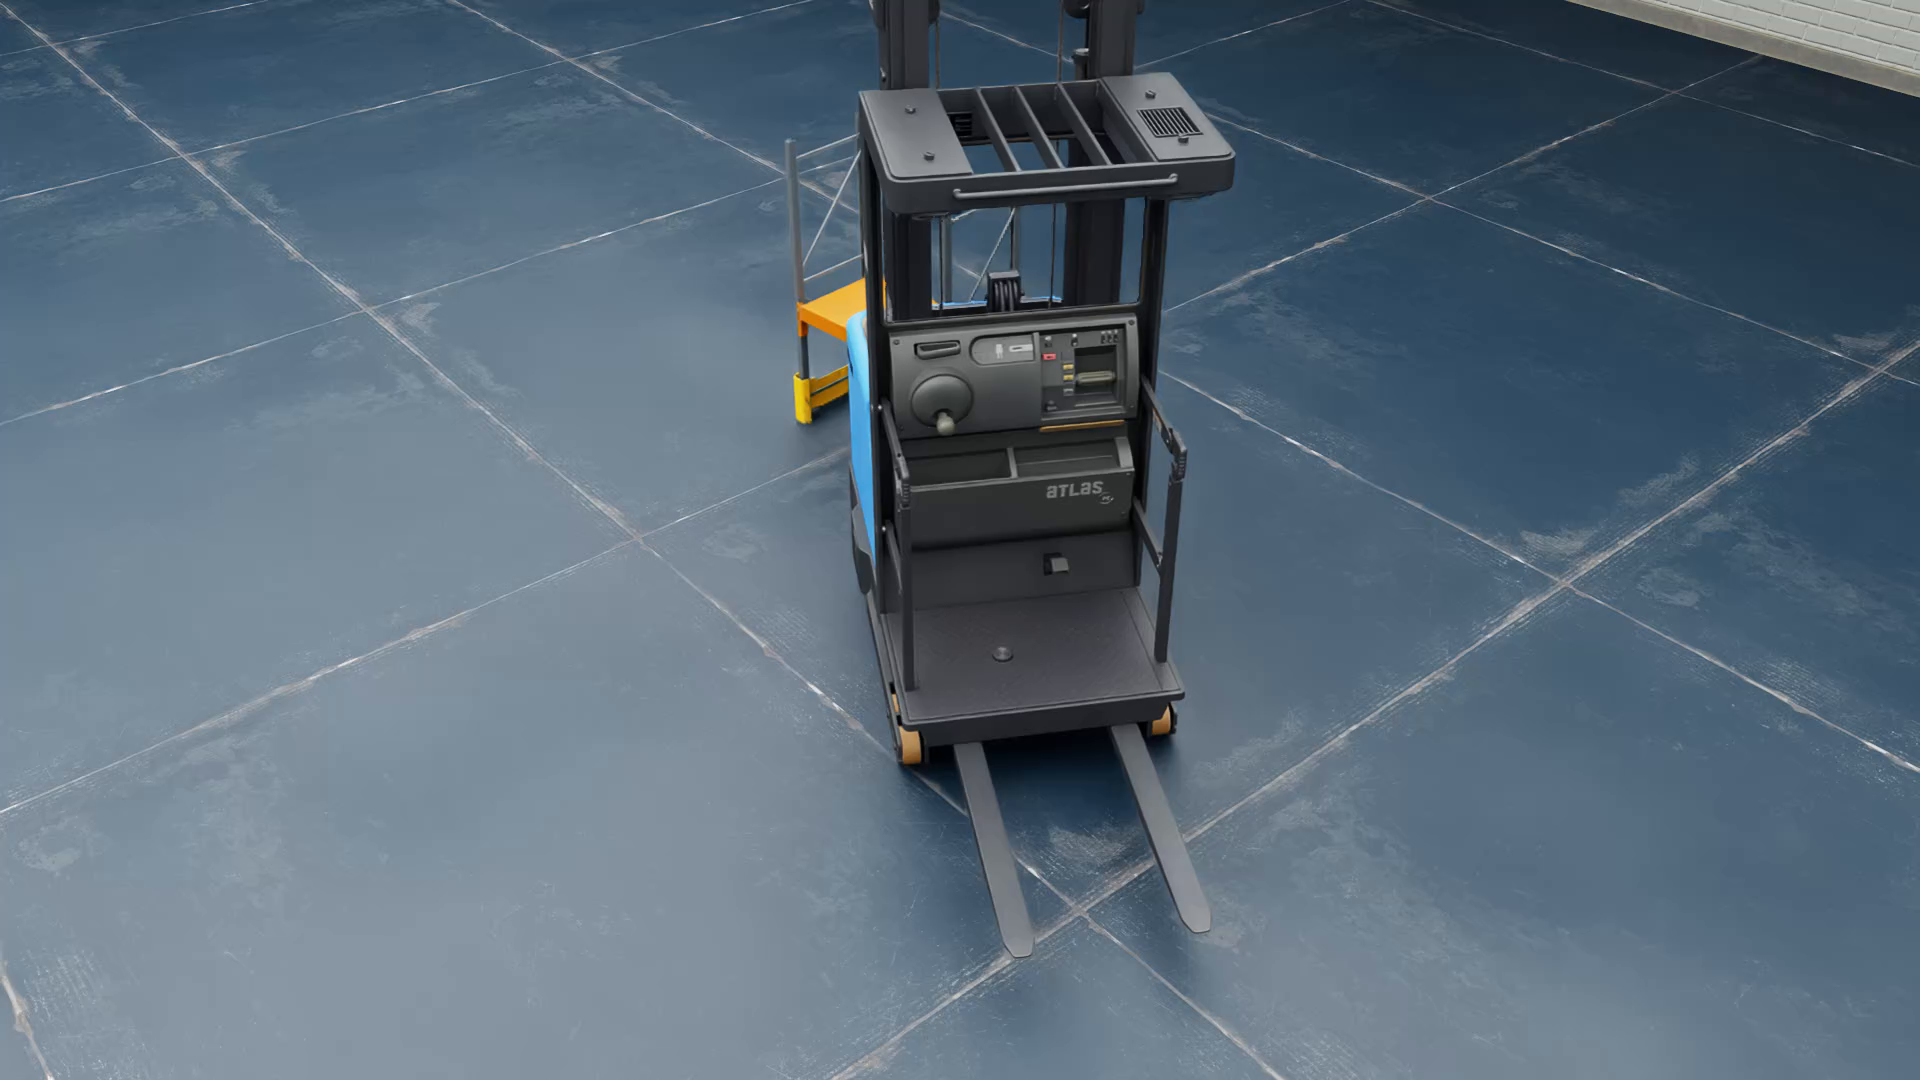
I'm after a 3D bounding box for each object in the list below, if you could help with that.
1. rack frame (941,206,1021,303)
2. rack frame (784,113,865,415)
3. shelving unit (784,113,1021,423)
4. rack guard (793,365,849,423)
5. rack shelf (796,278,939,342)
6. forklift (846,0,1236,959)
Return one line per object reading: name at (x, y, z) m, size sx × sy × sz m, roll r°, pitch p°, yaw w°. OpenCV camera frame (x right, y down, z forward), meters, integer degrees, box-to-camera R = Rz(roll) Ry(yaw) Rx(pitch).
rack frame at (0.094, -0.954, 7.800) m, size 0.032 × 1.500 × 0.500 m, roll 29°, pitch 44°, yaw 34°
rack frame at (-0.641, -1.360, 8.373) m, size 0.032 × 1.500 × 0.500 m, roll 29°, pitch 44°, yaw 34°
shelving unit at (-0.267, -1.153, 8.081) m, size 1.083 × 1.500 × 0.587 m, roll 29°, pitch 44°, yaw 34°
rack guard at (-0.627, -0.842, 8.723) m, size 0.087 × 0.250 × 0.587 m, roll 29°, pitch 44°, yaw 34°
rack shelf at (-0.274, -1.010, 8.190) m, size 1.000 × 0.185 × 0.538 m, roll 29°, pitch 44°, yaw 34°
forklift at (0.245, -0.543, 5.981) m, size 1.130 × 2.935 × 3.031 m, roll -6°, pitch 36°, yaw -8°
